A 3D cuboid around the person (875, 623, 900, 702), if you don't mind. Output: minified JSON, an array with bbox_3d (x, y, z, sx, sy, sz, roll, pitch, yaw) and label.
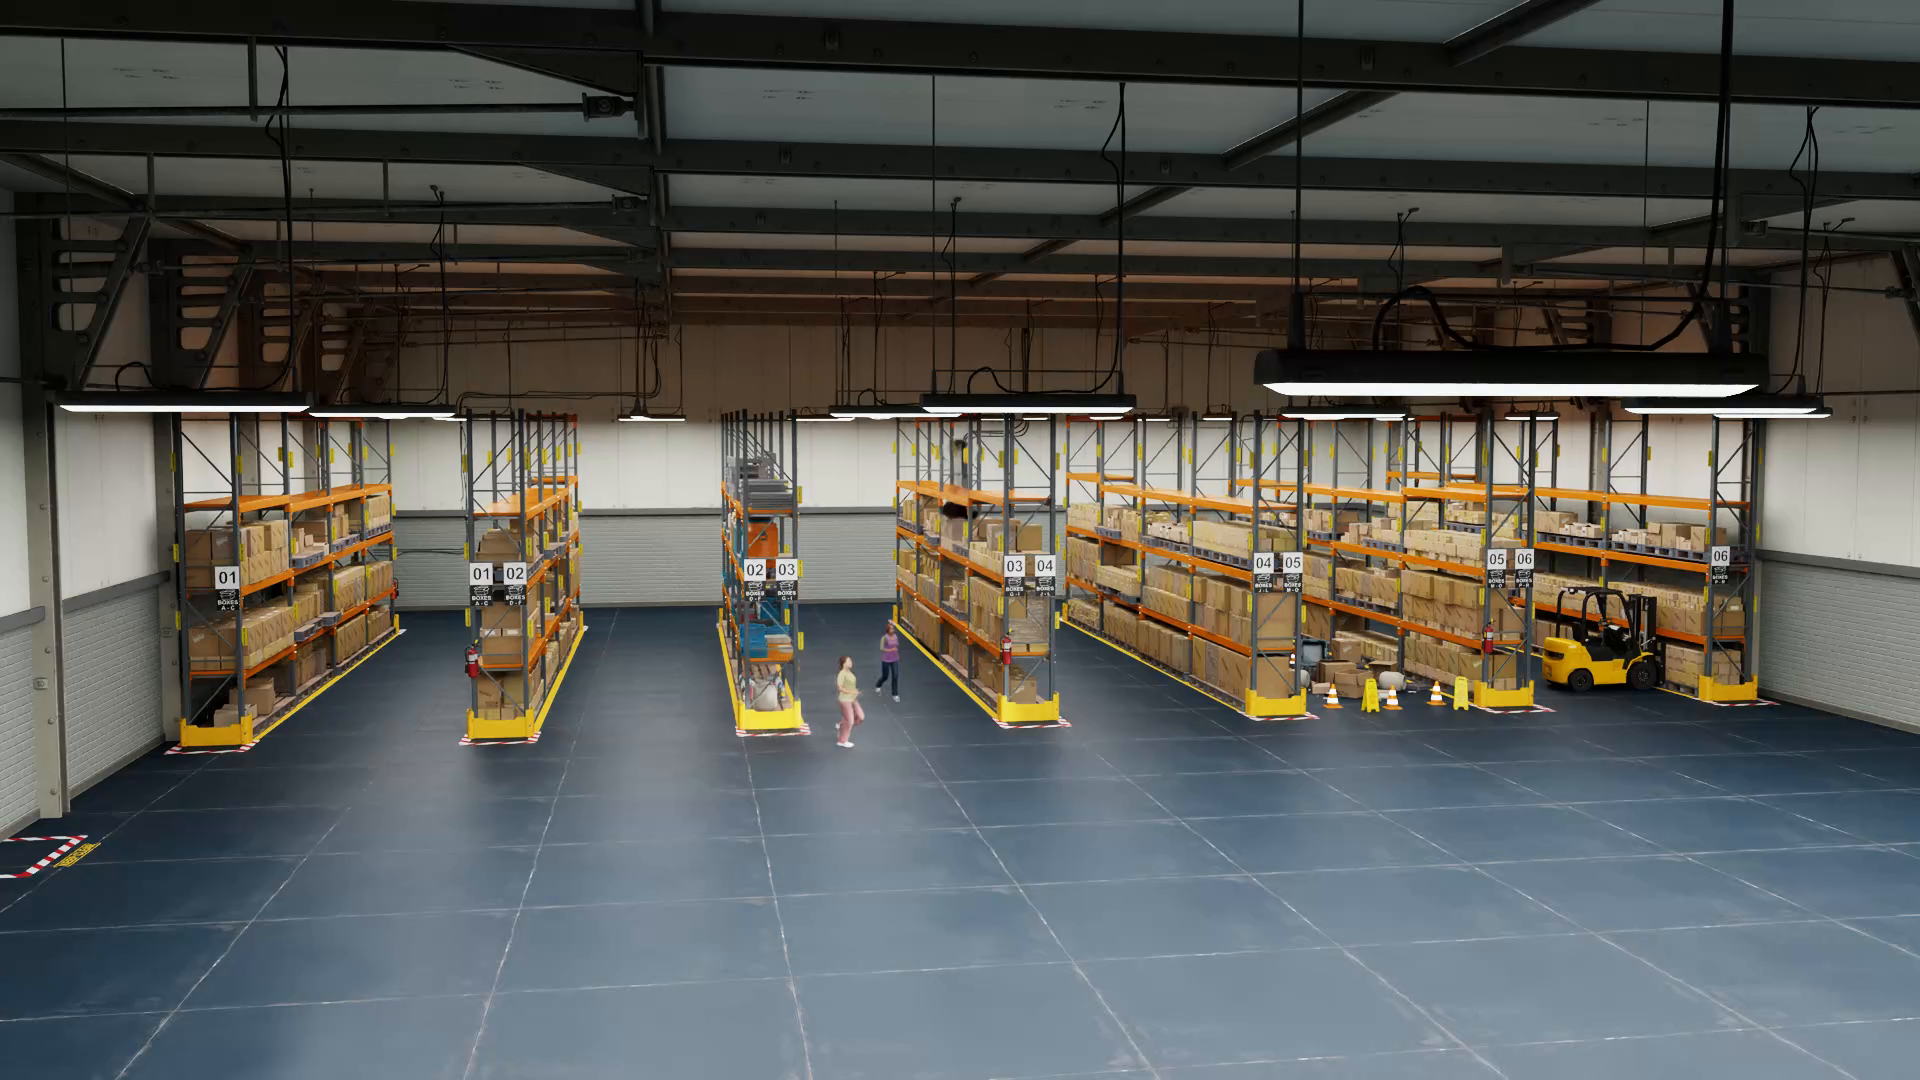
[{"bbox_3d":[-1.471,2.506,34.358,0.537,1.586,0.881,-3,5,-33],"label":"person"}]

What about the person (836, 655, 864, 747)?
[{"bbox_3d":[-1.979,2.853,29.495,0.540,1.631,0.574,1,4,19],"label":"person"}]

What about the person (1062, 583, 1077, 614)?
[{"bbox_3d":[3.392,1.439,50.281,0.711,1.592,0.533,-2,5,-28],"label":"person"}]

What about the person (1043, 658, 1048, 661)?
[{"bbox_3d":[1.860,2.001,40.354,0.653,1.793,0.902,-1,4,-18],"label":"person"}]
